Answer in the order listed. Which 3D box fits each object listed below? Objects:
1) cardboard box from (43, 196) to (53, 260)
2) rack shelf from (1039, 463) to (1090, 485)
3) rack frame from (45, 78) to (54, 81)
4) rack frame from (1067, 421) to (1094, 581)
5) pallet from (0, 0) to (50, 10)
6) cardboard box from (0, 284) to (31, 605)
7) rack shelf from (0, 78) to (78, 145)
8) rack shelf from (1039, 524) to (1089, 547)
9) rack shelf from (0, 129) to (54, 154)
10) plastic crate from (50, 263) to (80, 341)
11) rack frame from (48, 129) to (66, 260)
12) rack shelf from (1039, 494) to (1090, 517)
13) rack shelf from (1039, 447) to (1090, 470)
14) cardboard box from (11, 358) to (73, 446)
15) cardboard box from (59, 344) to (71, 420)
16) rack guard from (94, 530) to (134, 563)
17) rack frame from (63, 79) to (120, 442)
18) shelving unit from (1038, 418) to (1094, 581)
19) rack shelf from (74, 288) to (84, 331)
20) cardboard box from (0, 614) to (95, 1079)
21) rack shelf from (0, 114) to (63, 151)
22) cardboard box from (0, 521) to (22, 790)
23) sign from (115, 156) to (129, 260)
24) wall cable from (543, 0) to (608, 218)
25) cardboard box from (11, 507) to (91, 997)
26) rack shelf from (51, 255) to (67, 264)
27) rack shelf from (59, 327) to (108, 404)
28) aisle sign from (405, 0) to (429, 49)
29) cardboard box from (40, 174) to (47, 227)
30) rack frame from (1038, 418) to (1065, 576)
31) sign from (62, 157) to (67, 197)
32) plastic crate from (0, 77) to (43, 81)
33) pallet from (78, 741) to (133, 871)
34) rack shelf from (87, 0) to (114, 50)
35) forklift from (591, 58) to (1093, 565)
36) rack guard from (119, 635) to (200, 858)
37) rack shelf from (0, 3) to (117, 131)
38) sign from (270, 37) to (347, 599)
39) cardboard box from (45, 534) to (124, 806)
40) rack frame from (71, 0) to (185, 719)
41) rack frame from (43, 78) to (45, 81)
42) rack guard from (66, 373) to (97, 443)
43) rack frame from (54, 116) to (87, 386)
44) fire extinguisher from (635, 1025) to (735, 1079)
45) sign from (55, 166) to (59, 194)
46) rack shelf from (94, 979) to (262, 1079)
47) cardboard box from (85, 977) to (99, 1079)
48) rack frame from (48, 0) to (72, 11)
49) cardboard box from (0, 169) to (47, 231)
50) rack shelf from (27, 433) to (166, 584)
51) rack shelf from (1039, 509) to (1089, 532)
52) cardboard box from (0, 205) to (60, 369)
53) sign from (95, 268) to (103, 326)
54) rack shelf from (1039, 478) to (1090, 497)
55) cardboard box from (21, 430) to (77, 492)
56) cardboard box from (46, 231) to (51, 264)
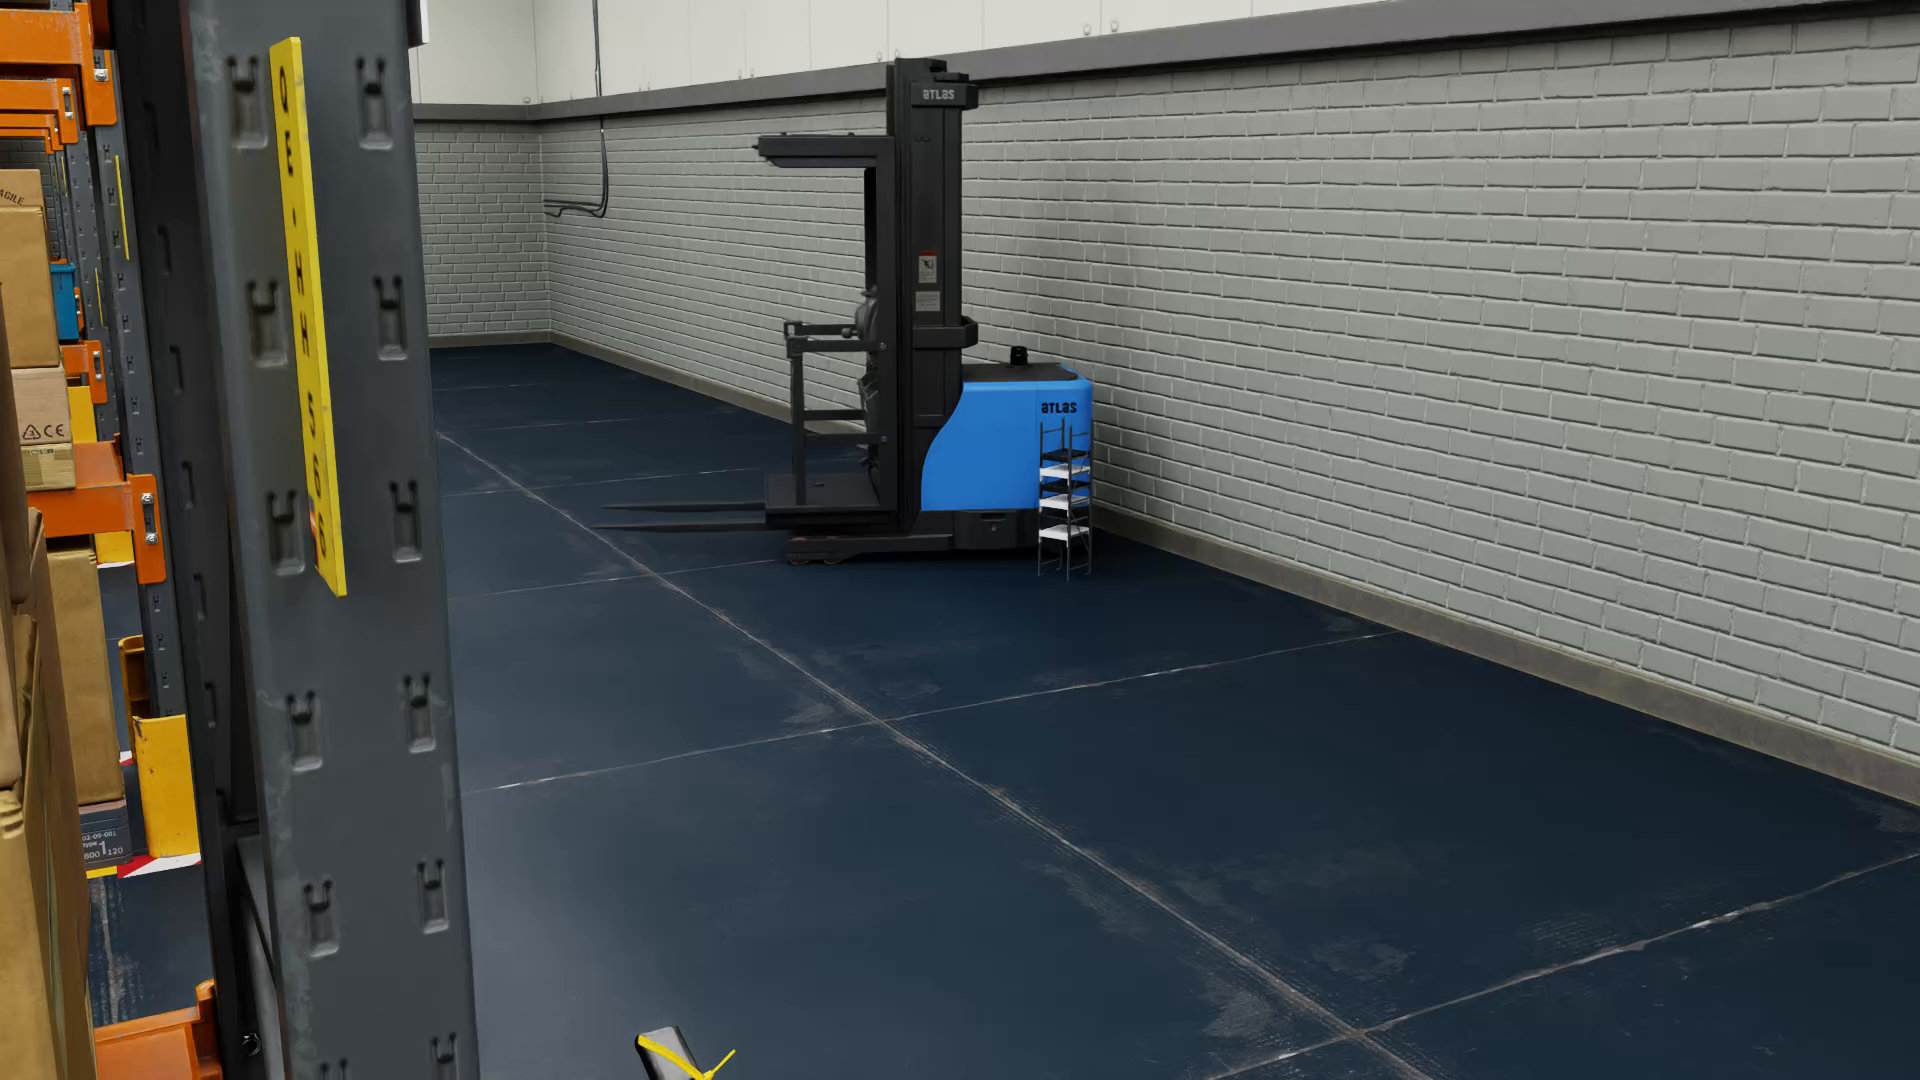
[{"bbox_3d":[-10.495,-3.443,18.395,0.700,0.700,0.980,-6,14,-25],"label":"cardboard box"},{"bbox_3d":[0.612,-0.382,9.587,0.200,0.077,0.258,10,16,37],"label":"rack shelf"},{"bbox_3d":[-7.675,-5.325,13.776,0.127,3.000,1.000,-7,14,-28],"label":"rack frame"},{"bbox_3d":[0.692,-0.225,9.558,0.006,0.900,0.240,10,16,37],"label":"rack frame"},{"bbox_3d":[-3.578,-1.829,5.275,1.213,0.211,1.003,-7,14,-28],"label":"pallet"},{"bbox_3d":[-1.165,-0.208,1.519,0.500,0.500,0.500,-7,14,-28],"label":"cardboard box"},{"bbox_3d":[-7.061,-2.345,9.006,4.000,0.370,1.077,-7,14,-28],"label":"rack shelf"},{"bbox_3d":[0.612,-0.030,9.666,0.200,0.077,0.258,10,16,37],"label":"rack shelf"},{"bbox_3d":[-11.808,-4.255,17.490,4.000,0.370,1.077,-7,14,-28],"label":"rack shelf"},{"bbox_3d":[-5.510,-1.419,9.864,0.499,0.435,0.616,-7,14,-28],"label":"plastic crate"},{"bbox_3d":[-10.052,-3.353,18.675,0.127,3.000,1.000,-7,14,-28],"label":"rack frame"},{"bbox_3d":[0.612,-0.206,9.627,0.200,0.077,0.258,10,16,37],"label":"rack shelf"},{"bbox_3d":[0.612,-0.469,9.567,0.200,0.077,0.258,10,16,37],"label":"rack shelf"},{"bbox_3d":[-3.230,-0.459,5.480,0.500,0.250,0.500,-7,15,-29],"label":"cardboard box"},{"bbox_3d":[-3.483,-0.562,5.941,0.500,0.250,0.500,-7,15,-29],"label":"cardboard box"},{"bbox_3d":[-5.290,-0.229,10.488,0.348,0.500,1.175,-7,14,-28],"label":"rack guard"},{"bbox_3d":[-5.305,-1.443,10.191,0.127,3.000,1.000,-7,14,-28],"label":"rack frame"},{"bbox_3d":[0.612,-0.238,9.619,0.210,0.900,0.258,10,16,37],"label":"shelving unit"},{"bbox_3d":[-9.431,-1.837,13.579,4.000,0.370,1.077,-7,14,-28],"label":"rack shelf"},{"bbox_3d":[-0.915,0.380,1.181,0.500,0.500,0.500,-7,14,-27],"label":"cardboard box"},{"bbox_3d":[-9.431,-3.300,13.249,4.000,0.370,1.077,-7,14,-28],"label":"rack shelf"},{"bbox_3d":[-0.927,-0.108,1.075,0.500,0.500,0.500,-7,15,-29],"label":"cardboard box"},{"bbox_3d":[-2.684,-1.063,5.326,0.005,0.325,0.100,-7,14,-28],"label":"sign"},{"bbox_3d":[-4.916,-5.291,20.695,0.112,2.526,3.097,-7,14,-28],"label":"wall cable"},{"bbox_3d":[-1.171,0.278,1.638,0.500,0.500,0.500,-6,14,-25],"label":"cardboard box"},{"bbox_3d":[-11.808,-2.791,17.819,4.000,0.370,1.077,-7,14,-28],"label":"rack shelf"},{"bbox_3d":[-7.061,-0.882,9.335,4.000,0.370,1.077,-7,14,-28],"label":"rack shelf"},{"bbox_3d":[-0.436,-0.741,1.147,0.004,0.787,0.394,-7,14,-28],"label":"aisle sign"},{"bbox_3d":[-8.191,-2.939,14.332,0.500,0.500,0.500,-6,14,-26],"label":"cardboard box"},{"bbox_3d":[0.532,-0.252,9.681,0.006,0.900,0.240,10,16,37],"label":"rack frame"},{"bbox_3d":[-7.427,-3.008,13.788,0.005,0.325,0.100,-7,14,-28],"label":"sign"},{"bbox_3d":[-5.777,-2.856,9.935,0.590,0.269,0.497,-7,14,-28],"label":"plastic crate"},{"bbox_3d":[-3.596,0.971,5.815,1.213,0.211,1.003,-7,14,-28],"label":"pallet"},{"bbox_3d":[-2.400,-0.425,0.470,4.000,0.370,1.077,-7,14,-28],"label":"rack shelf"},{"bbox_3d":[-0.742,-1.401,10.160,3.031,2.935,1.130,-2,13,-7],"label":"forklift"},{"bbox_3d":[-2.911,0.728,6.236,0.348,0.500,1.175,-7,14,-28],"label":"rack guard"},{"bbox_3d":[-4.687,-1.391,4.765,4.000,0.370,1.077,-7,14,-28],"label":"rack shelf"},{"bbox_3d":[-0.396,-0.132,1.009,0.005,0.325,0.100,-7,14,-28],"label":"sign"},{"bbox_3d":[-3.455,0.425,5.769,0.875,0.875,0.875,-7,14,-28],"label":"cardboard box"},{"bbox_3d":[-2.932,-0.489,5.950,0.127,3.000,1.000,-7,14,-28],"label":"rack frame"},{"bbox_3d":[-10.052,-6.279,18.016,0.127,3.000,1.000,-7,14,-28],"label":"rack frame"},{"bbox_3d":[-7.742,-1.171,14.674,0.348,0.500,1.175,-7,14,-28],"label":"rack guard"},{"bbox_3d":[-7.675,-2.398,14.435,0.127,3.000,1.000,-7,14,-28],"label":"rack frame"},{"bbox_3d":[-0.202,0.760,1.427,0.183,0.674,0.296,-7,14,-28],"label":"fire extinguisher"},{"bbox_3d":[-9.804,-3.927,18.051,0.005,0.325,0.100,-7,14,-28],"label":"sign"},{"bbox_3d":[-2.400,1.039,0.800,4.000,0.370,1.077,-7,14,-28],"label":"rack shelf"},{"bbox_3d":[-1.085,0.571,1.812,0.250,0.149,0.380,-7,14,-28],"label":"cardboard box"},{"bbox_3d":[-5.305,-4.370,9.533,0.127,3.000,1.000,-7,14,-28],"label":"rack frame"},{"bbox_3d":[-7.934,-2.835,13.870,0.500,0.500,0.500,-7,14,-28],"label":"cardboard box"},{"bbox_3d":[-4.687,0.072,5.094,4.000,0.370,1.077,-7,14,-28],"label":"rack shelf"},{"bbox_3d":[0.612,-0.118,9.646,0.200,0.077,0.258,10,16,37],"label":"rack shelf"},{"bbox_3d":[-3.234,-0.825,5.399,0.500,0.500,0.500,-7,14,-27],"label":"cardboard box"},{"bbox_3d":[-5.027,-1.419,9.710,0.005,0.325,0.100,-7,14,-28],"label":"sign"},{"bbox_3d":[0.612,-0.294,9.607,0.200,0.077,0.258,10,16,37],"label":"rack shelf"},{"bbox_3d":[-3.087,-0.265,5.529,0.250,0.149,0.380,-7,14,-27],"label":"cardboard box"},{"bbox_3d":[-7.938,-2.348,13.981,0.500,0.500,0.500,-6,14,-26],"label":"cardboard box"}]
